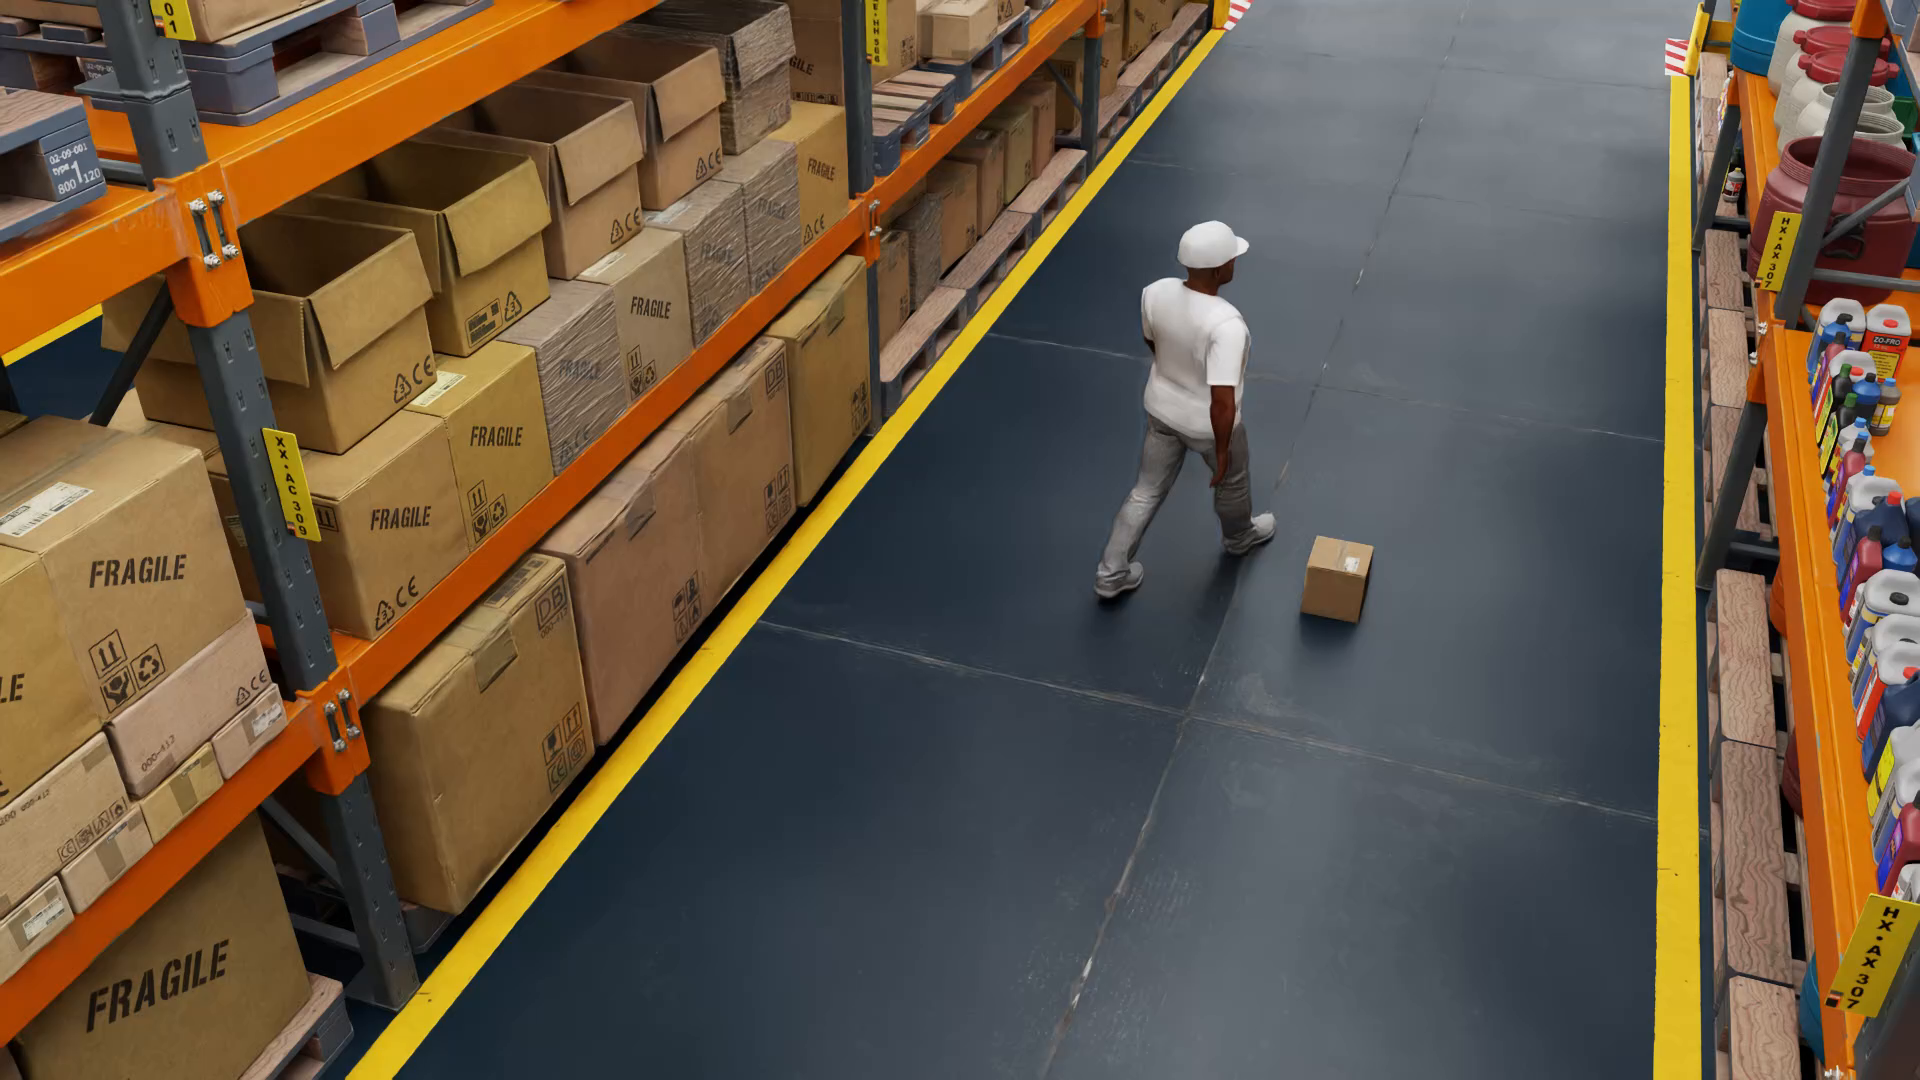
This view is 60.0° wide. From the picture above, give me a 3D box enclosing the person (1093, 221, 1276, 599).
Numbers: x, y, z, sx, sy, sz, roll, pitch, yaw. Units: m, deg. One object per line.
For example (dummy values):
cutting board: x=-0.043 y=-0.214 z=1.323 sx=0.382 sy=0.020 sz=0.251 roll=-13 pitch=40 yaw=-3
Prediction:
person: x=1.049 y=-0.576 z=7.036 sx=1.060 sy=1.711 sz=0.624 roll=-28 pitch=42 yaw=-36
